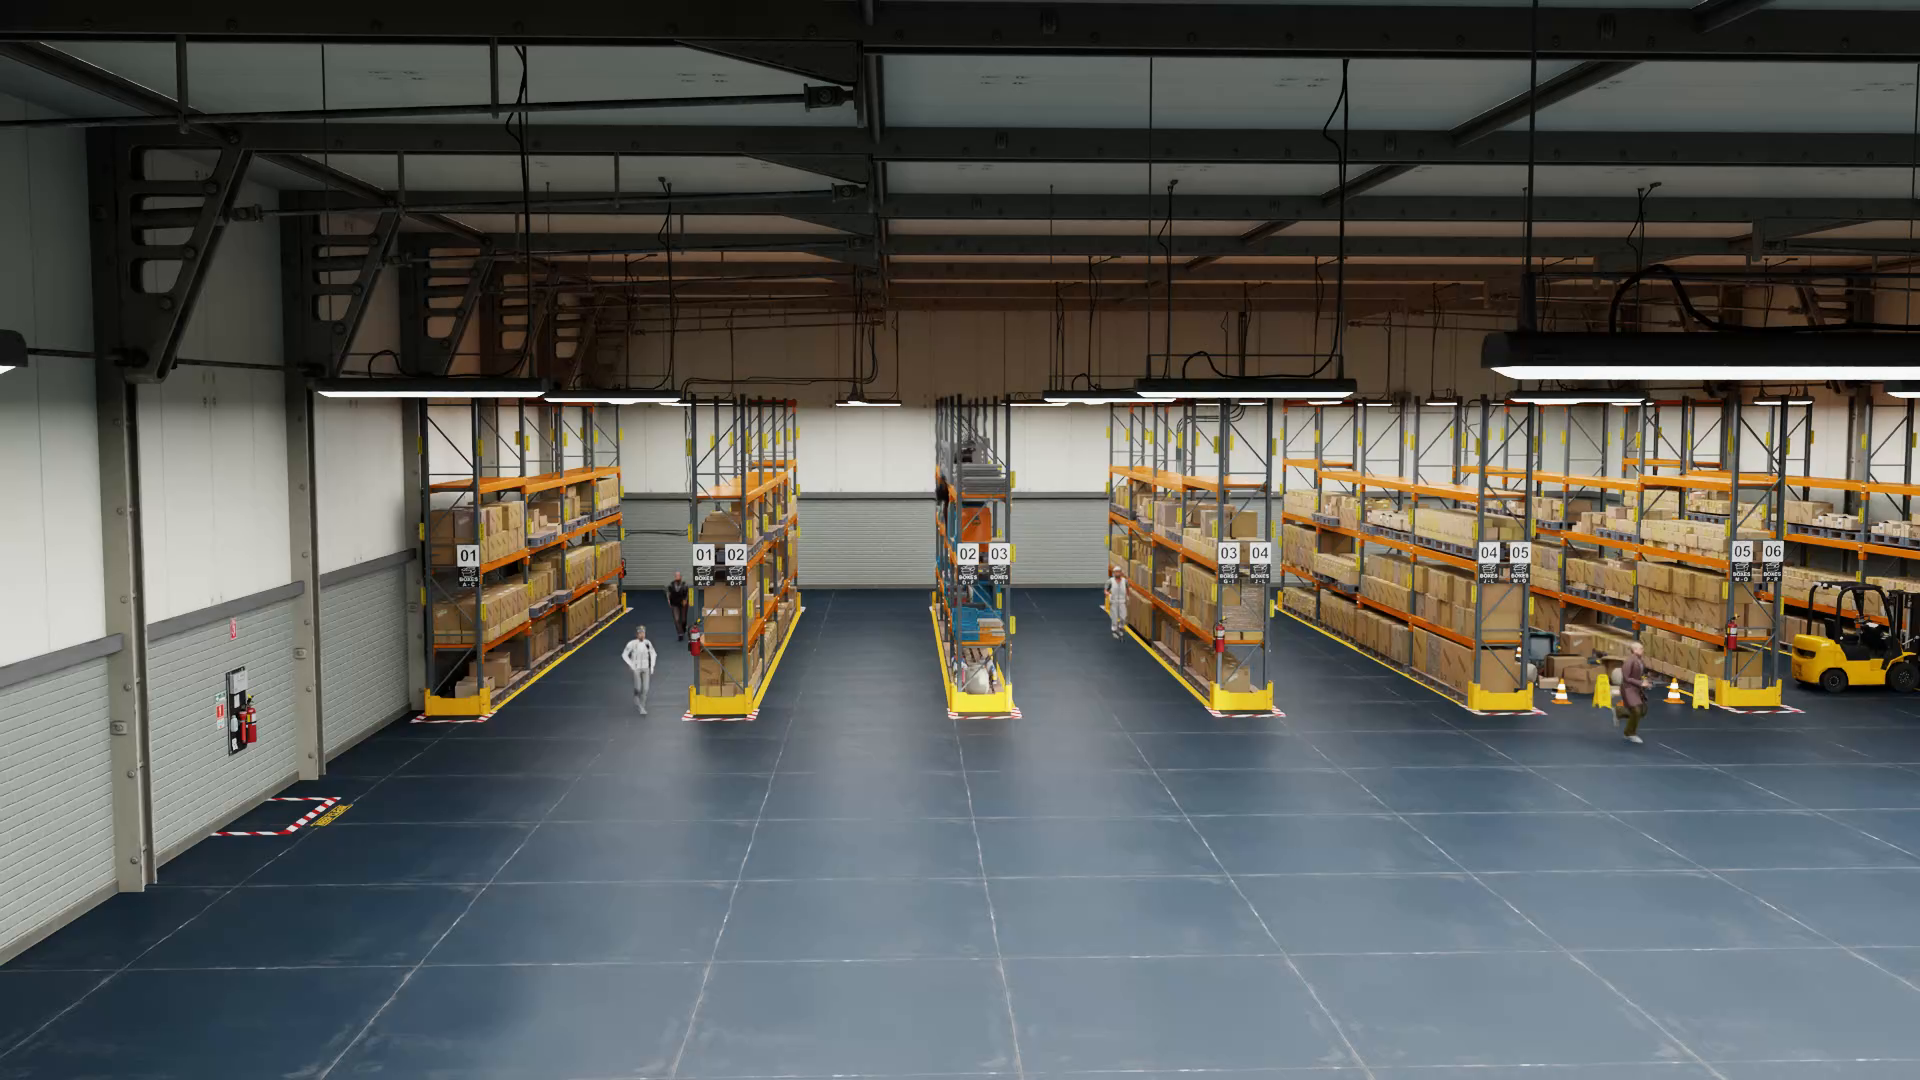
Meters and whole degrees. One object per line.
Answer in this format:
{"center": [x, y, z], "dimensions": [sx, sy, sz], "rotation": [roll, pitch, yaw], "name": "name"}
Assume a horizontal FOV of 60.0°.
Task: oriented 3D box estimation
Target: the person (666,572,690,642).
{"center": [-6.983, 1.638, 41.345], "dimensions": [0.684, 1.706, 0.806], "rotation": [0, 4, -2], "name": "person"}

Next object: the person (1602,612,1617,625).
{"center": [17.080, 1.442, 43.680], "dimensions": [0.673, 1.686, 0.804], "rotation": [-1, 5, -15], "name": "person"}

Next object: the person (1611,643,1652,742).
{"center": [11.606, 2.620, 28.696], "dimensions": [0.729, 1.732, 0.755], "rotation": [4, 6, 43], "name": "person"}

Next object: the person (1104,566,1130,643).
{"center": [3.682, 1.515, 38.799], "dimensions": [0.648, 1.813, 0.642], "rotation": [0, 5, -3], "name": "person"}

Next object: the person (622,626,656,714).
{"center": [-6.076, 2.440, 31.415], "dimensions": [0.592, 1.674, 0.525], "rotation": [-2, 5, -23], "name": "person"}
